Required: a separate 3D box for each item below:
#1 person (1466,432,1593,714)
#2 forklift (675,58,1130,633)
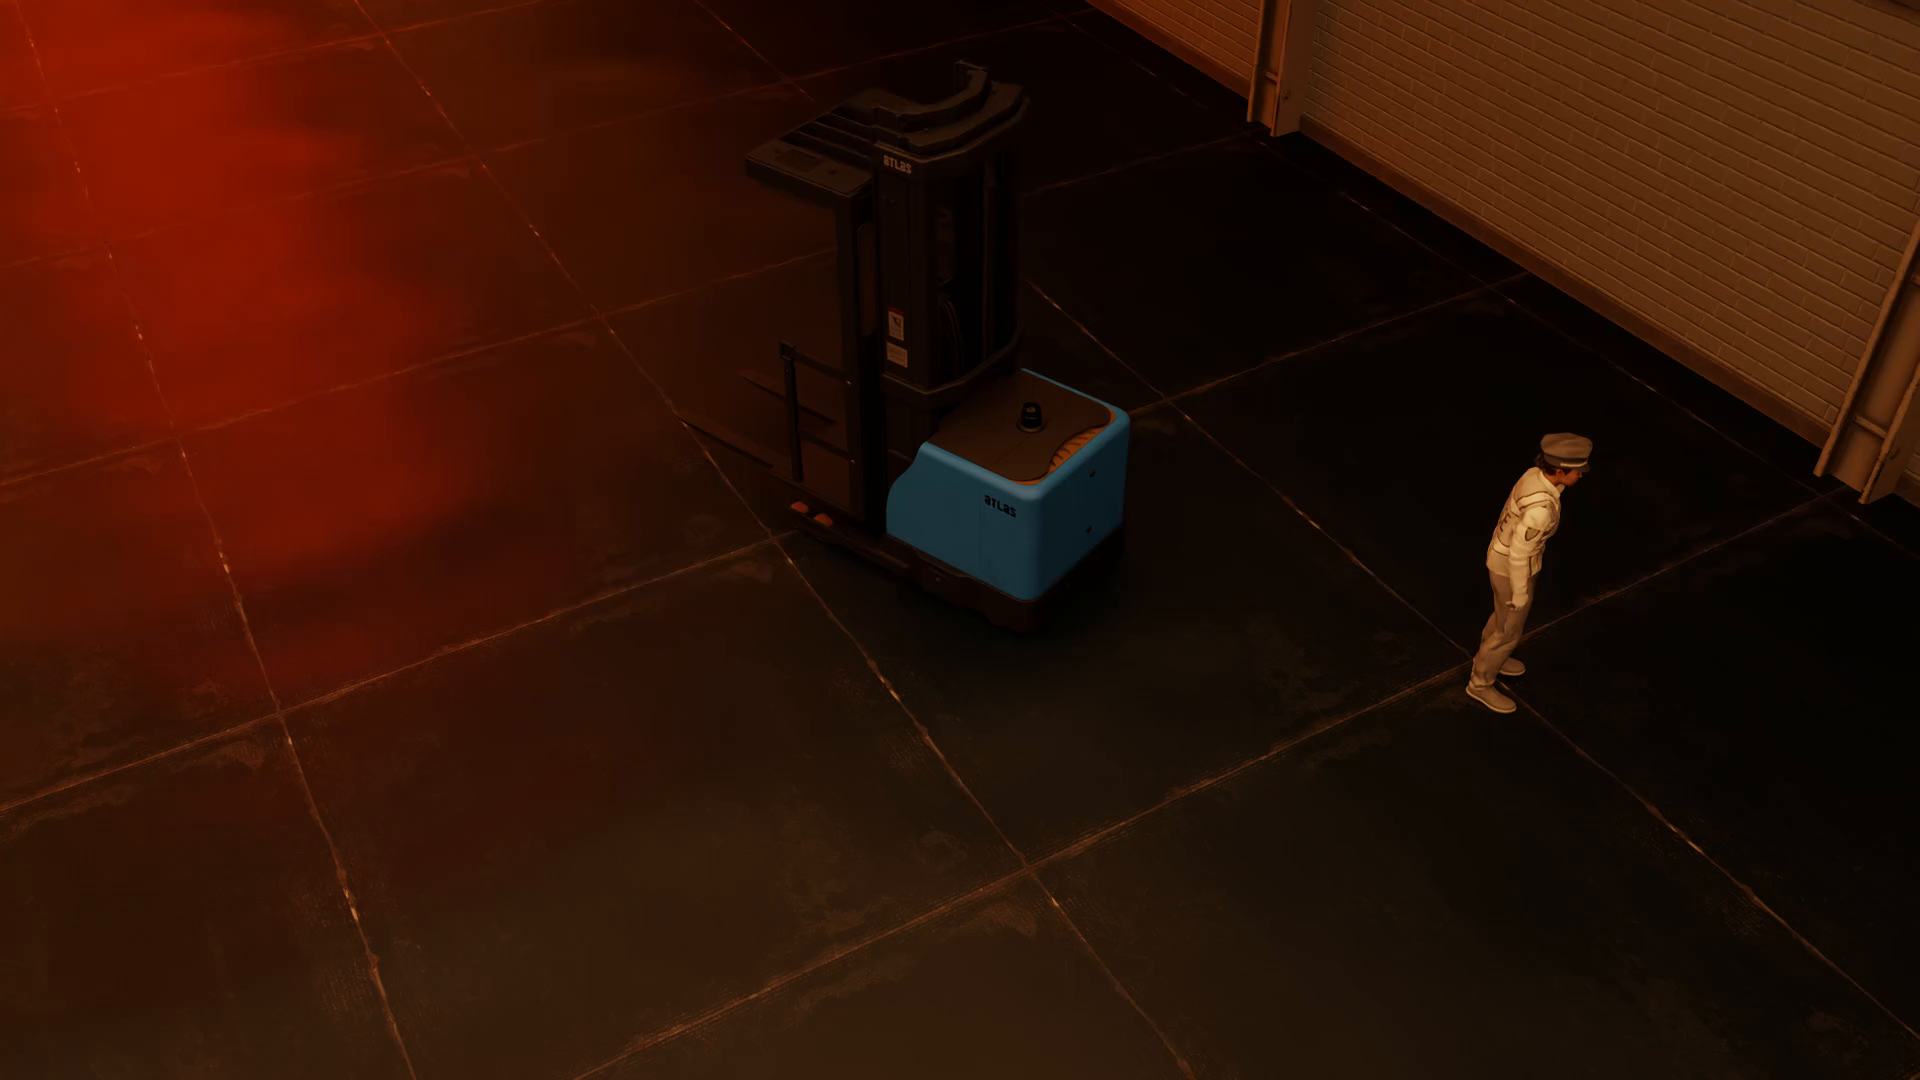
[{"bbox_3d":[2.992,0.143,8.859,0.376,1.662,0.528,14,42,16],"label":"person"},{"bbox_3d":[-0.481,-1.366,9.683,3.031,2.935,1.130,26,46,28],"label":"forklift"}]
